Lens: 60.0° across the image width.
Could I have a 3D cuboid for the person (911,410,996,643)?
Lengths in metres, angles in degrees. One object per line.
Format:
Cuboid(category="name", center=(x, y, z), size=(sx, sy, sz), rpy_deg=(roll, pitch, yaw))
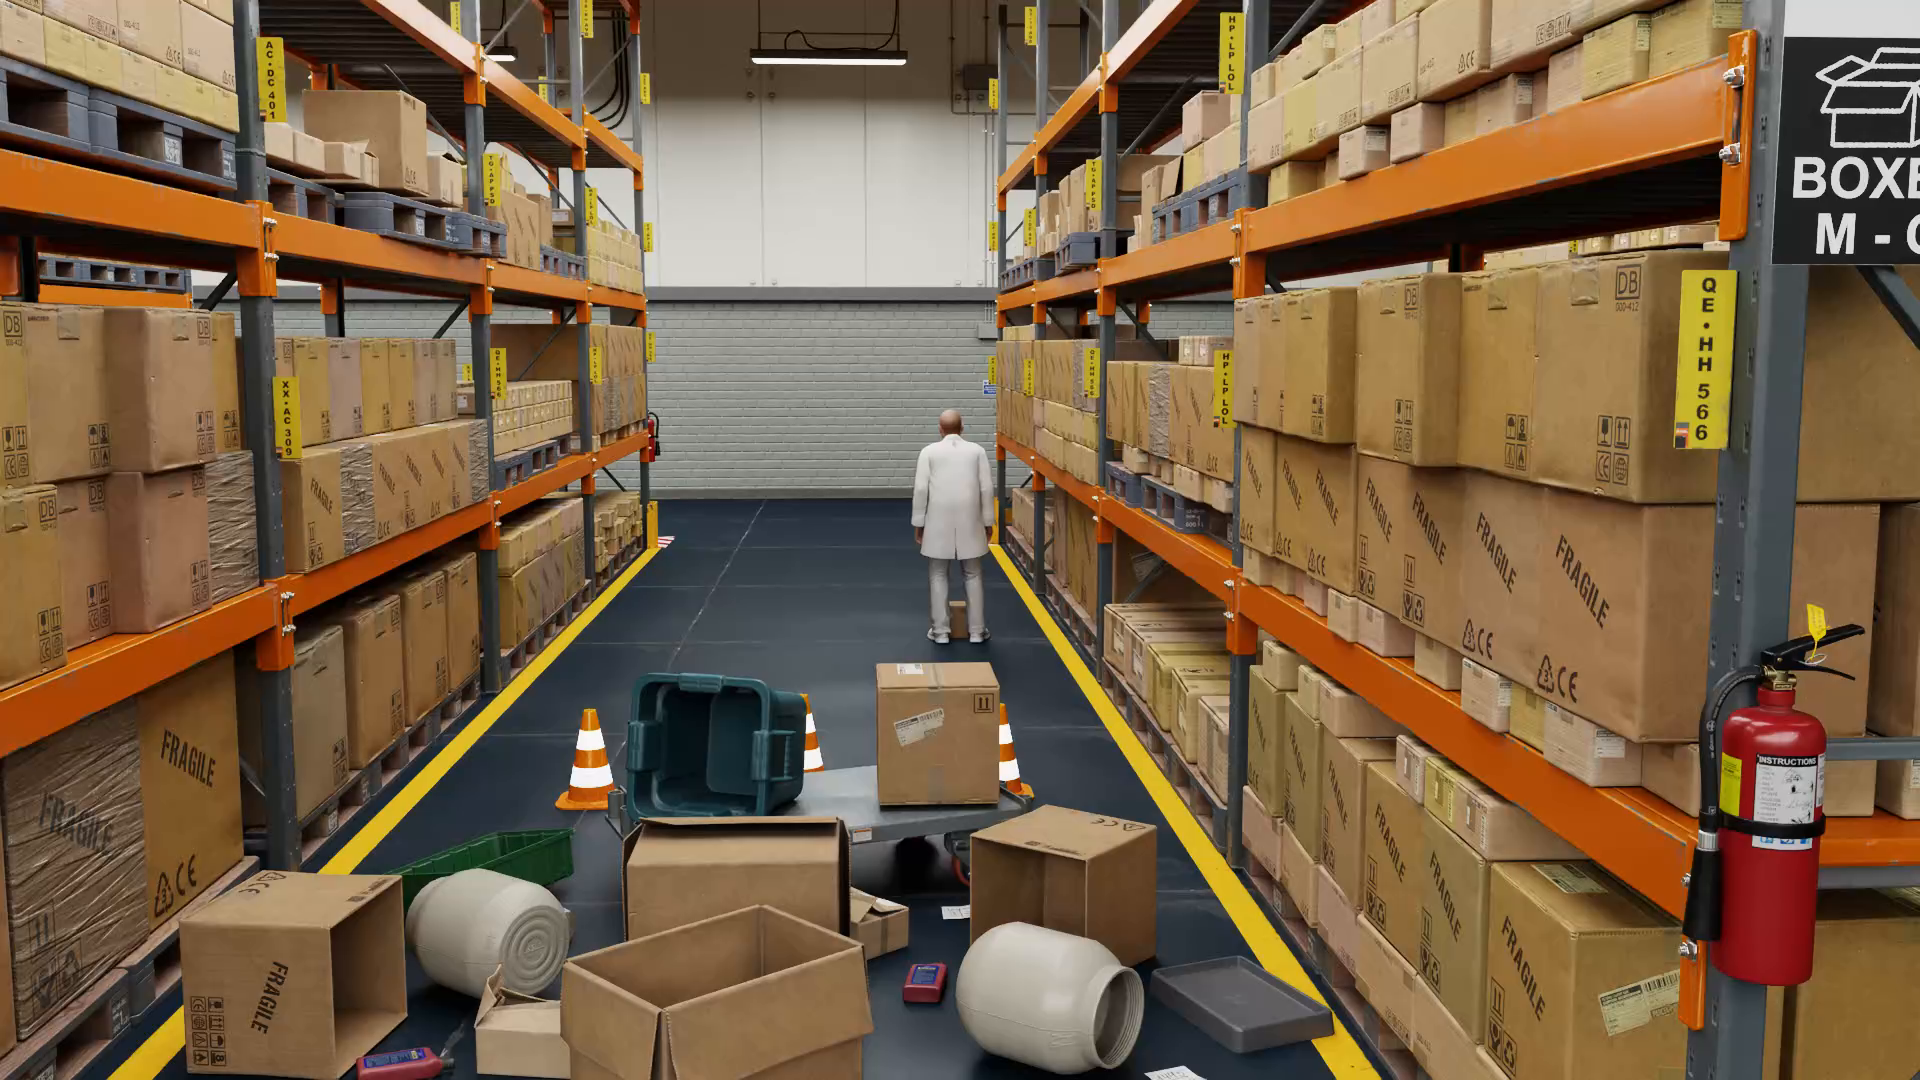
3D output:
Cuboid(category="person", center=(-0.046, -0.105, 12.696), size=(0.648, 1.774, 0.418), rpy_deg=(-1, 7, -4))
